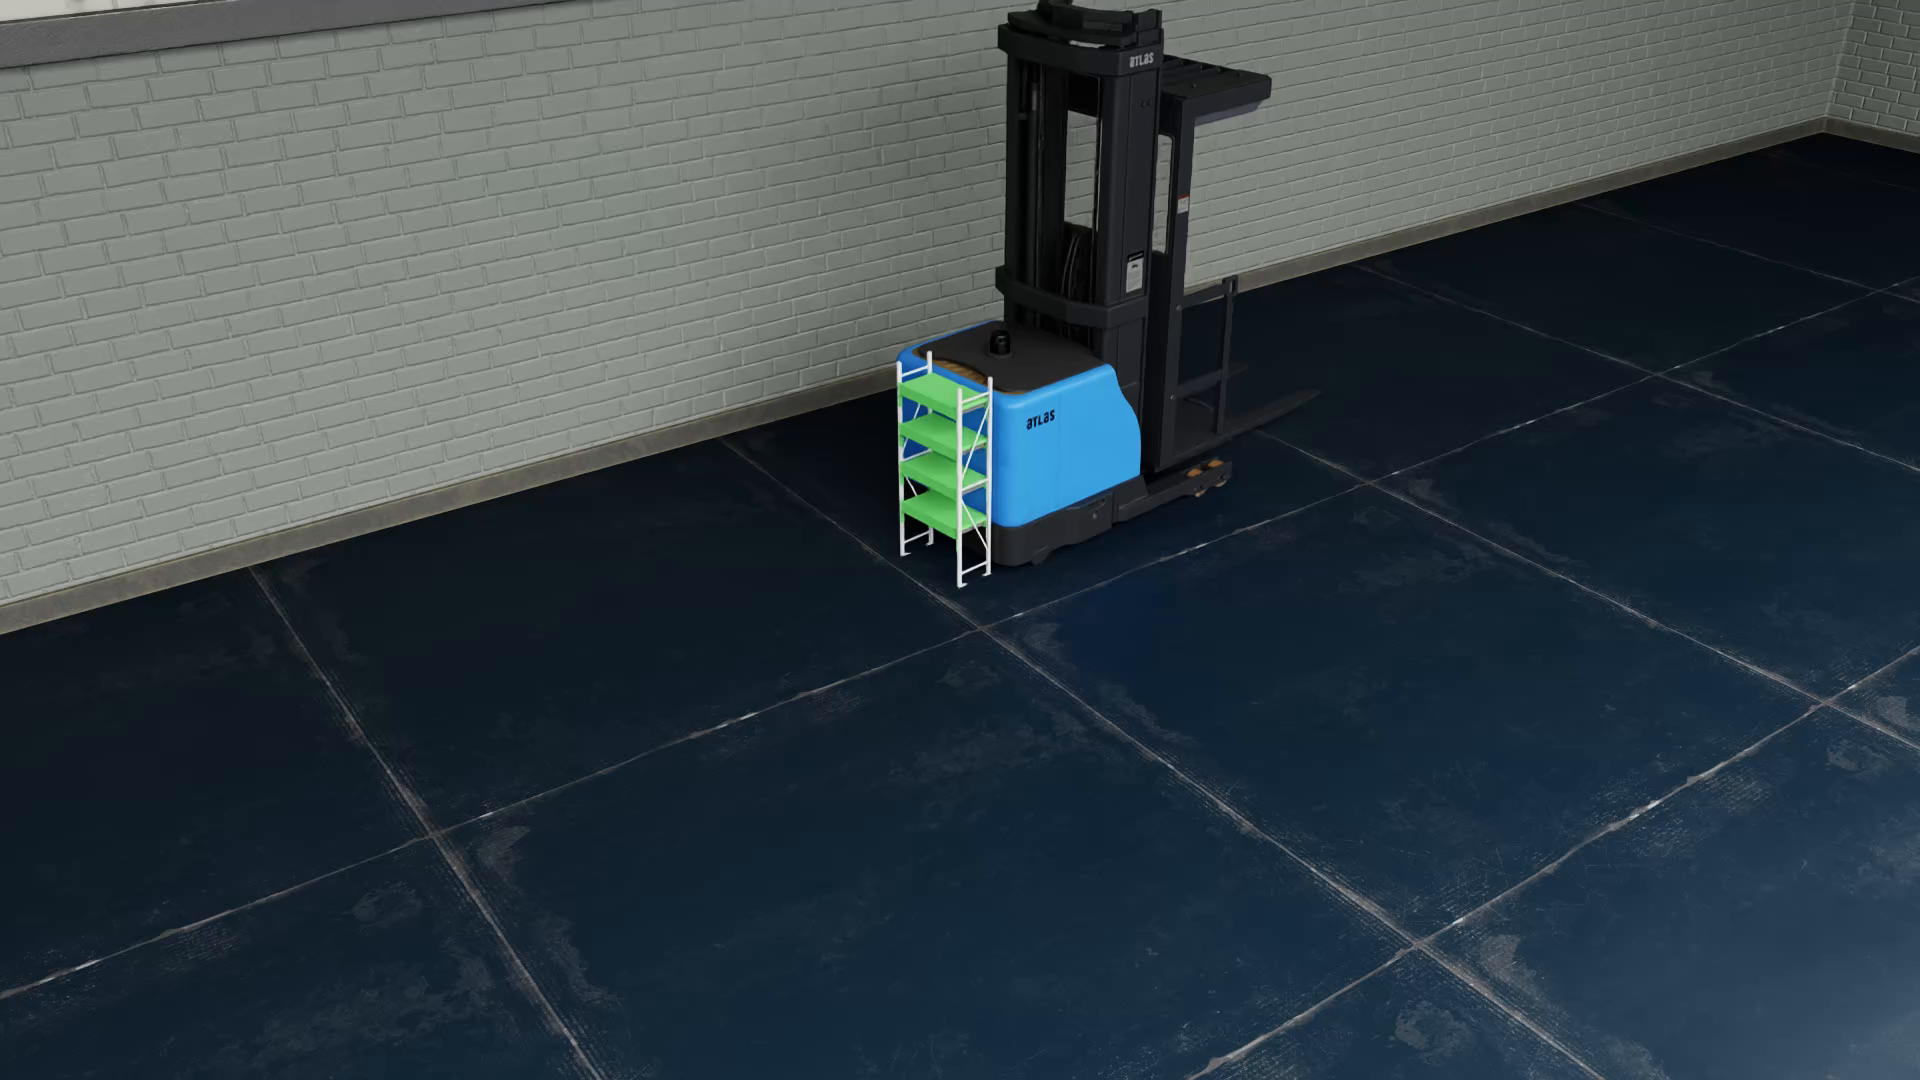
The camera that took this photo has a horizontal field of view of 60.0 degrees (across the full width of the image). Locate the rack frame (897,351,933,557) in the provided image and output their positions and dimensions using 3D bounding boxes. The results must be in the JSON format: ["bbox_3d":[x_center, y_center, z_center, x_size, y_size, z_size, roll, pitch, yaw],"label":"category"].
[{"bbox_3d":[-0.250,-0.472,9.362,0.240,1.200,0.015,-23,36,-36],"label":"rack frame"}]

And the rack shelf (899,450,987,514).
[{"bbox_3d":[-0.086,-0.329,9.233,0.258,0.148,0.480,-23,36,-36],"label":"rack shelf"}]

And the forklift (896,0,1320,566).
[{"bbox_3d":[1.058,-1.724,9.853,3.031,2.935,1.130,-23,36,-36],"label":"forklift"}]

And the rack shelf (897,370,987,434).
[{"bbox_3d":[-0.086,-0.751,9.004,0.258,0.148,0.480,-23,36,-36],"label":"rack shelf"}]

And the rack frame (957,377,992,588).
[{"bbox_3d":[0.078,-0.299,9.044,0.240,1.200,0.015,-23,36,-36],"label":"rack frame"}]

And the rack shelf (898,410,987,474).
[{"bbox_3d":[-0.086,-0.540,9.119,0.258,0.148,0.480,-23,36,-36],"label":"rack shelf"}]

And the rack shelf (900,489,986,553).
[{"bbox_3d":[-0.086,-0.119,9.348,0.258,0.148,0.480,-23,36,-36],"label":"rack shelf"}]

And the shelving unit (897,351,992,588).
[{"bbox_3d":[-0.086,-0.386,9.203,0.258,1.200,0.503,-23,36,-36],"label":"shelving unit"}]
